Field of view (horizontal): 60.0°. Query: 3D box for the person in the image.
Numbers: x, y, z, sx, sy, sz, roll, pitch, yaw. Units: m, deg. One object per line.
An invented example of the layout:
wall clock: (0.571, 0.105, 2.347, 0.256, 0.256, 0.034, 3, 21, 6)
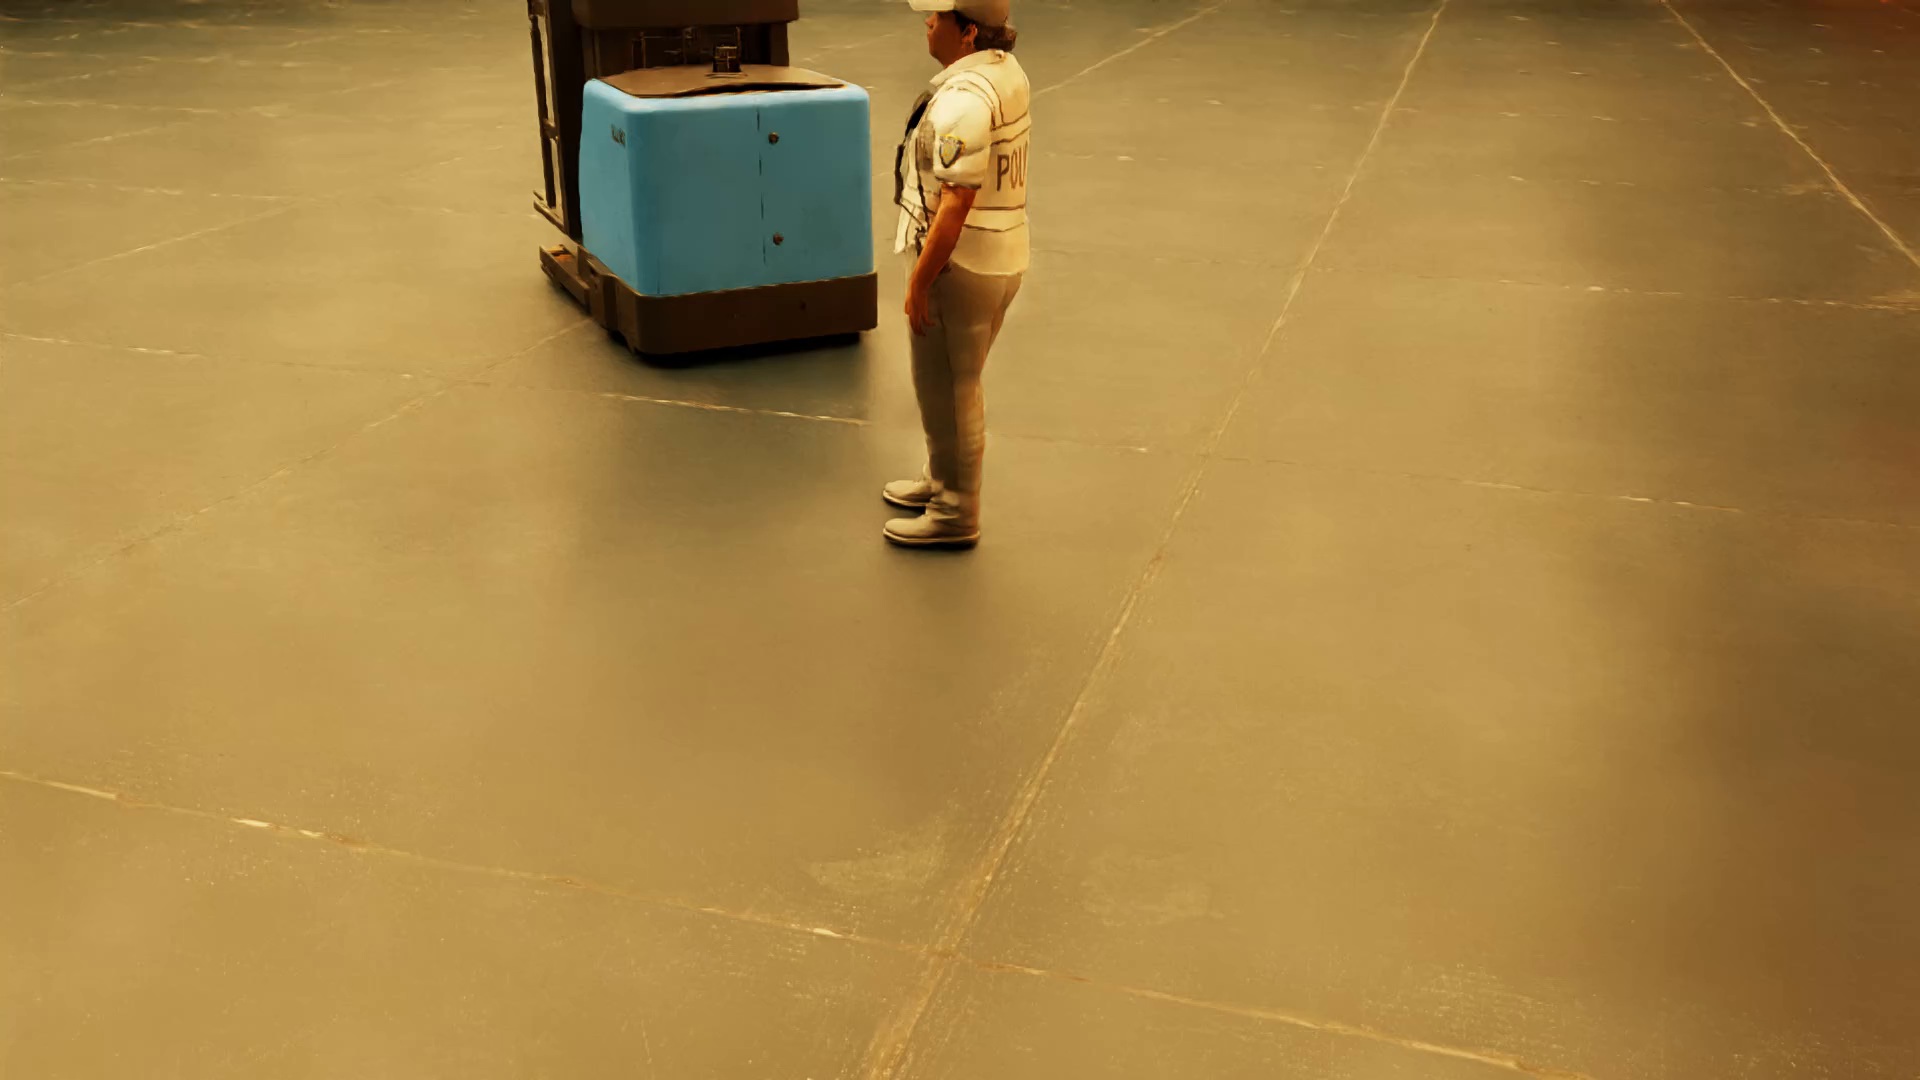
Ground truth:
person: (-0.066, -0.794, 4.841, 0.529, 1.669, 0.598, 7, 23, 16)

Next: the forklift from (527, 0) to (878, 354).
forklift: (-1.432, -2.638, 7.669, 1.130, 2.935, 3.031, -10, 24, -23)
